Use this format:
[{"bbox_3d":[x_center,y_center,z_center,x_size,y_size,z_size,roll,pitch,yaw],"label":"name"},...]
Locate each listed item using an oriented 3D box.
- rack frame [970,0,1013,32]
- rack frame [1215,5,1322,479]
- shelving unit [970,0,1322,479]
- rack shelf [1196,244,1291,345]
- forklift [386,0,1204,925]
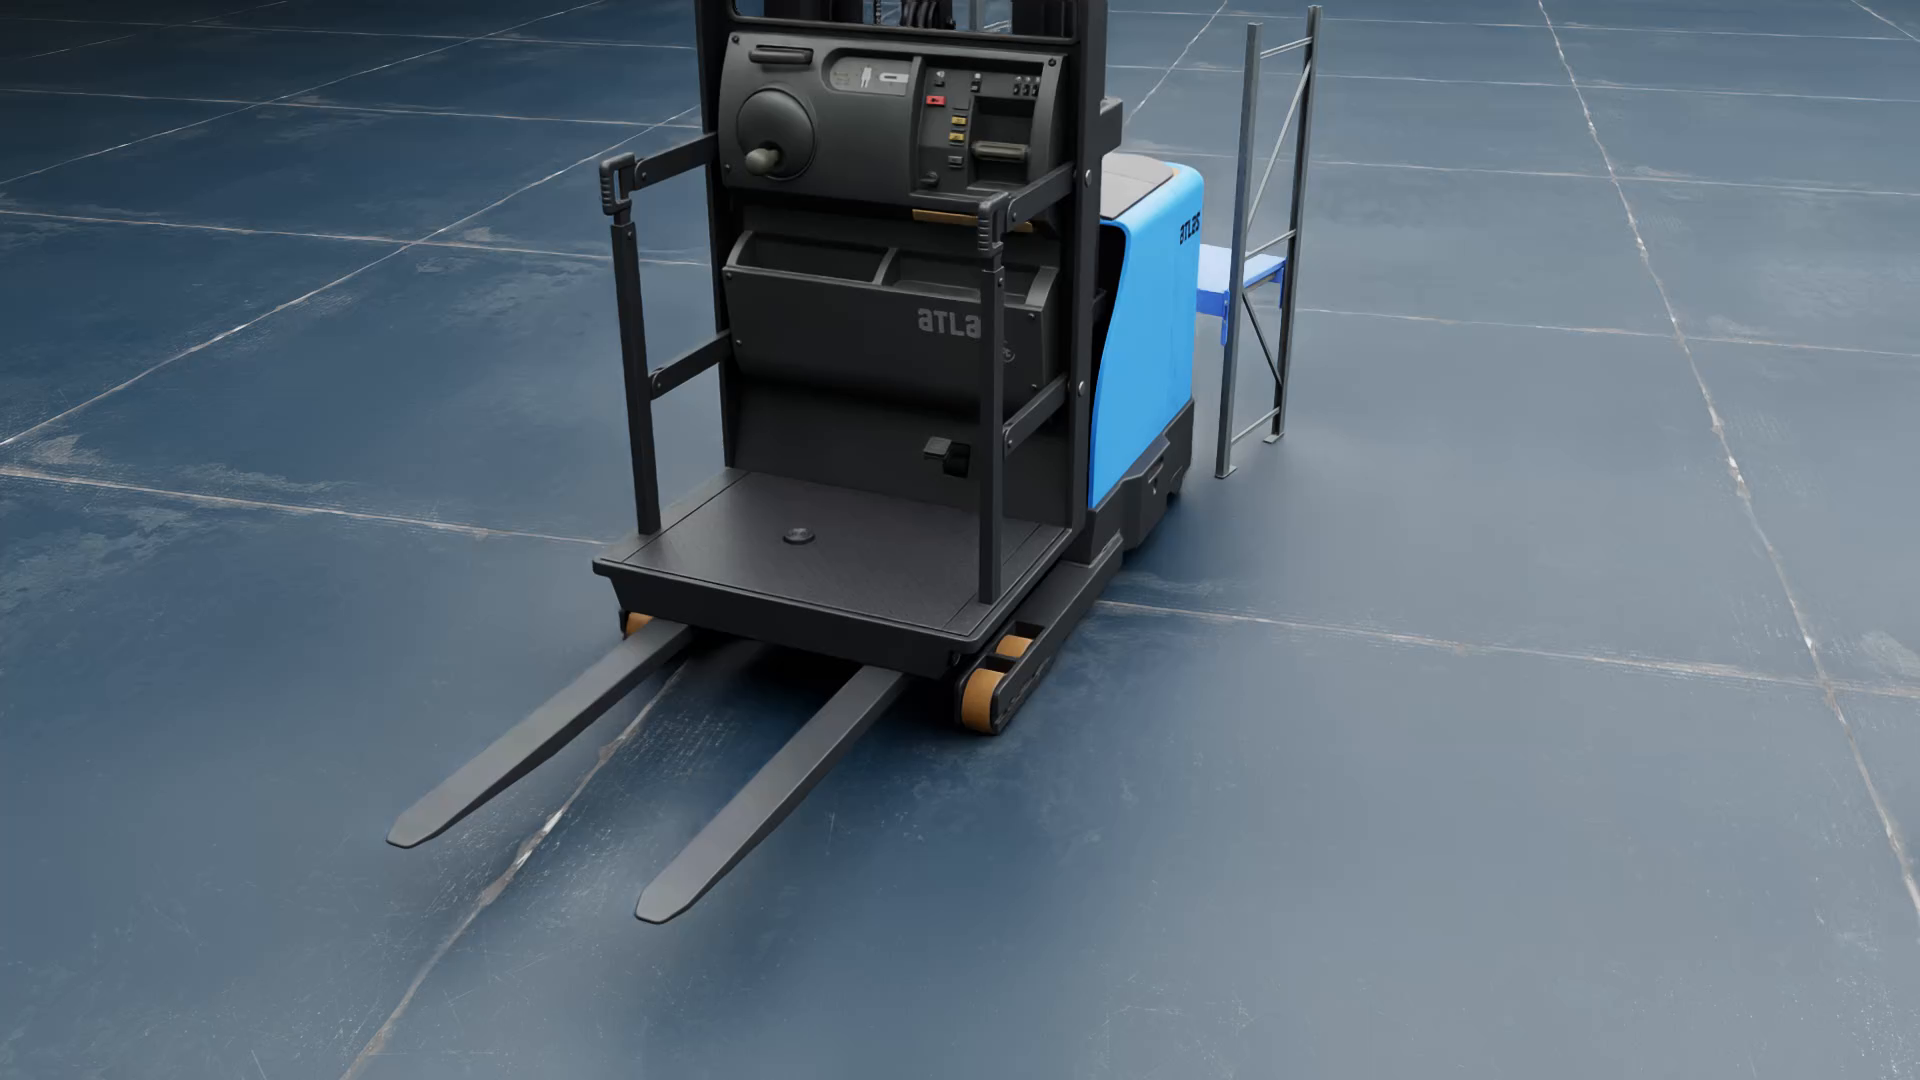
[{"bbox_3d":[0.186,-1.222,6.072,0.032,1.500,0.500,16,30,30],"label":"rack frame"},{"bbox_3d":[1.027,-0.977,5.557,0.032,1.500,0.500,16,30,30],"label":"rack frame"},{"bbox_3d":[0.606,-1.099,5.815,1.048,1.500,0.538,16,30,30],"label":"shelving unit"},{"bbox_3d":[0.606,-0.937,5.892,1.000,0.185,0.538,16,30,30],"label":"rack shelf"},{"bbox_3d":[-0.274,-1.041,4.026,1.130,2.935,3.031,11,27,21],"label":"forklift"}]
